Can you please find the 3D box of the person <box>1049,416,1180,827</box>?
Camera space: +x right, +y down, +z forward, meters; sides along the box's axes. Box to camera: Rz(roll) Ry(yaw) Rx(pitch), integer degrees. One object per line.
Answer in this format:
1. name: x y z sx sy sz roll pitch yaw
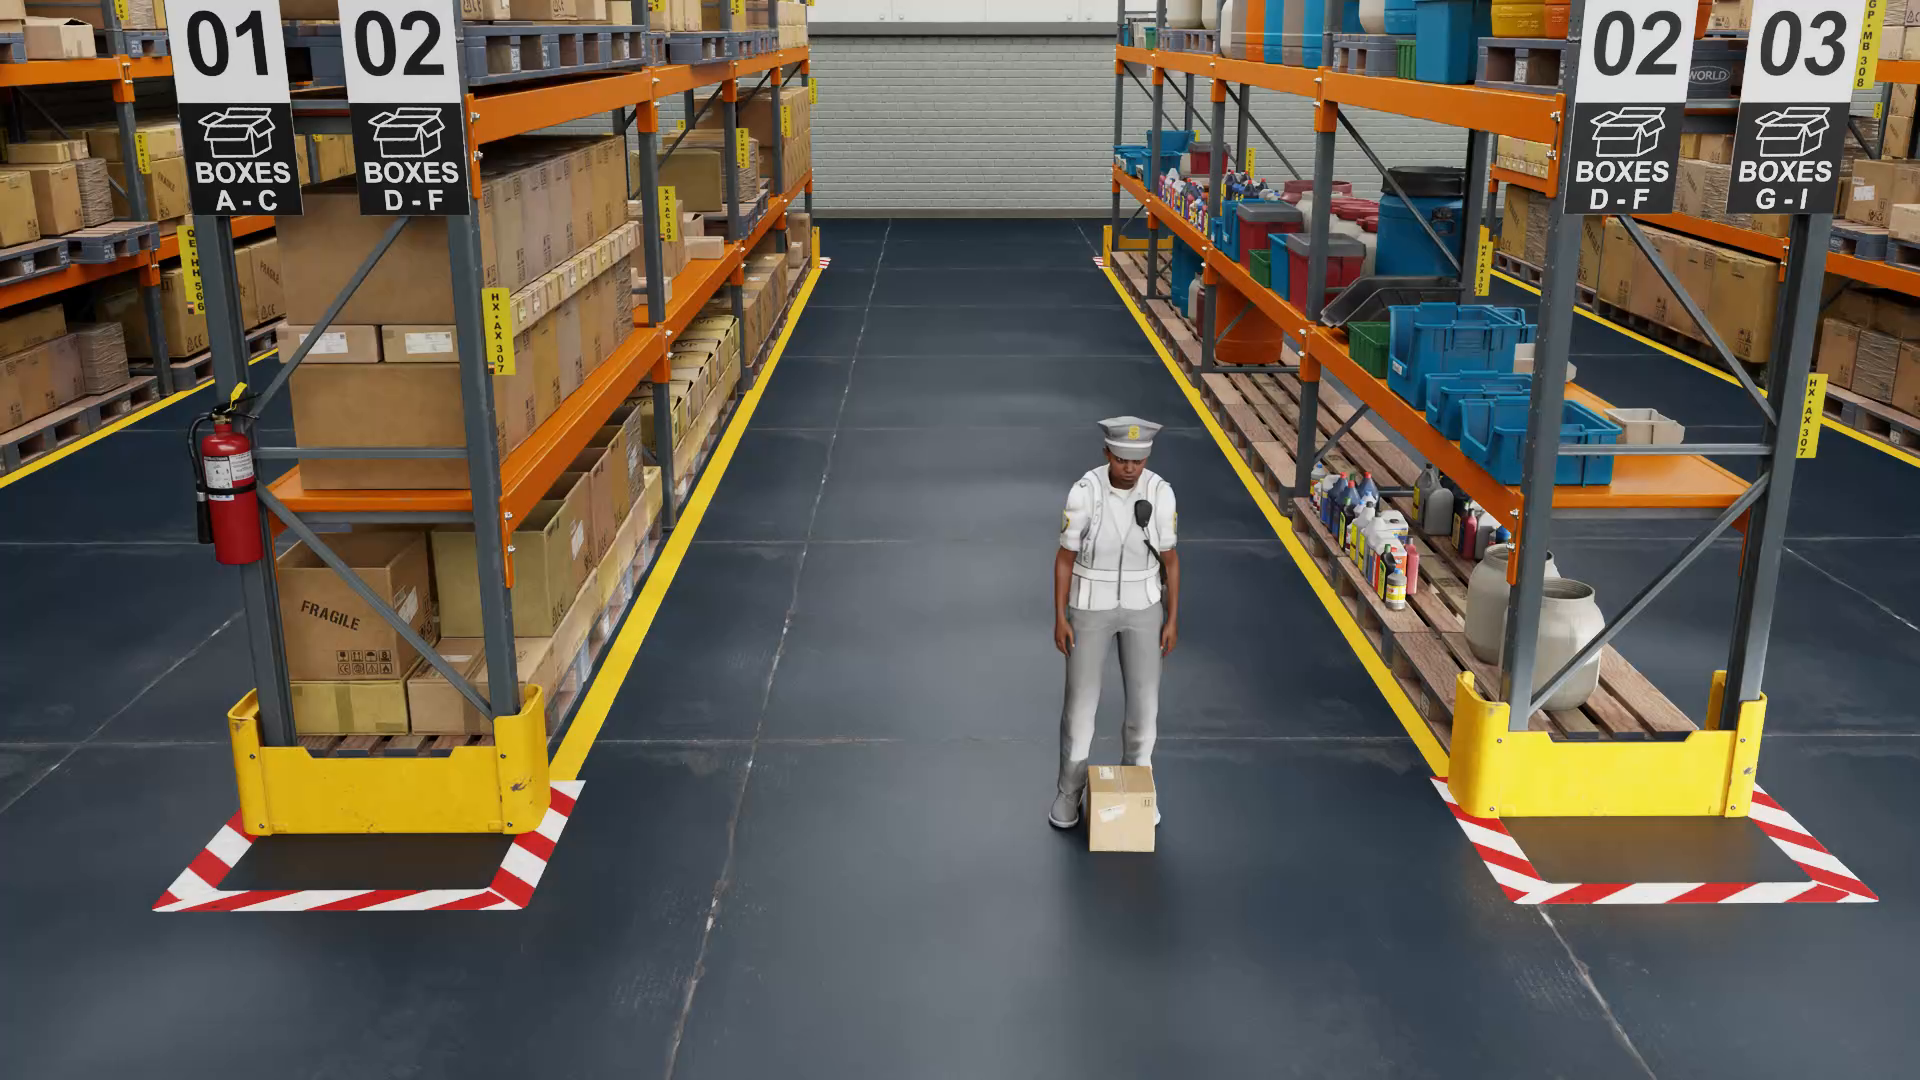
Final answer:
1. person: 0.610 0.311 6.545 0.505 1.659 0.393 0 17 0
